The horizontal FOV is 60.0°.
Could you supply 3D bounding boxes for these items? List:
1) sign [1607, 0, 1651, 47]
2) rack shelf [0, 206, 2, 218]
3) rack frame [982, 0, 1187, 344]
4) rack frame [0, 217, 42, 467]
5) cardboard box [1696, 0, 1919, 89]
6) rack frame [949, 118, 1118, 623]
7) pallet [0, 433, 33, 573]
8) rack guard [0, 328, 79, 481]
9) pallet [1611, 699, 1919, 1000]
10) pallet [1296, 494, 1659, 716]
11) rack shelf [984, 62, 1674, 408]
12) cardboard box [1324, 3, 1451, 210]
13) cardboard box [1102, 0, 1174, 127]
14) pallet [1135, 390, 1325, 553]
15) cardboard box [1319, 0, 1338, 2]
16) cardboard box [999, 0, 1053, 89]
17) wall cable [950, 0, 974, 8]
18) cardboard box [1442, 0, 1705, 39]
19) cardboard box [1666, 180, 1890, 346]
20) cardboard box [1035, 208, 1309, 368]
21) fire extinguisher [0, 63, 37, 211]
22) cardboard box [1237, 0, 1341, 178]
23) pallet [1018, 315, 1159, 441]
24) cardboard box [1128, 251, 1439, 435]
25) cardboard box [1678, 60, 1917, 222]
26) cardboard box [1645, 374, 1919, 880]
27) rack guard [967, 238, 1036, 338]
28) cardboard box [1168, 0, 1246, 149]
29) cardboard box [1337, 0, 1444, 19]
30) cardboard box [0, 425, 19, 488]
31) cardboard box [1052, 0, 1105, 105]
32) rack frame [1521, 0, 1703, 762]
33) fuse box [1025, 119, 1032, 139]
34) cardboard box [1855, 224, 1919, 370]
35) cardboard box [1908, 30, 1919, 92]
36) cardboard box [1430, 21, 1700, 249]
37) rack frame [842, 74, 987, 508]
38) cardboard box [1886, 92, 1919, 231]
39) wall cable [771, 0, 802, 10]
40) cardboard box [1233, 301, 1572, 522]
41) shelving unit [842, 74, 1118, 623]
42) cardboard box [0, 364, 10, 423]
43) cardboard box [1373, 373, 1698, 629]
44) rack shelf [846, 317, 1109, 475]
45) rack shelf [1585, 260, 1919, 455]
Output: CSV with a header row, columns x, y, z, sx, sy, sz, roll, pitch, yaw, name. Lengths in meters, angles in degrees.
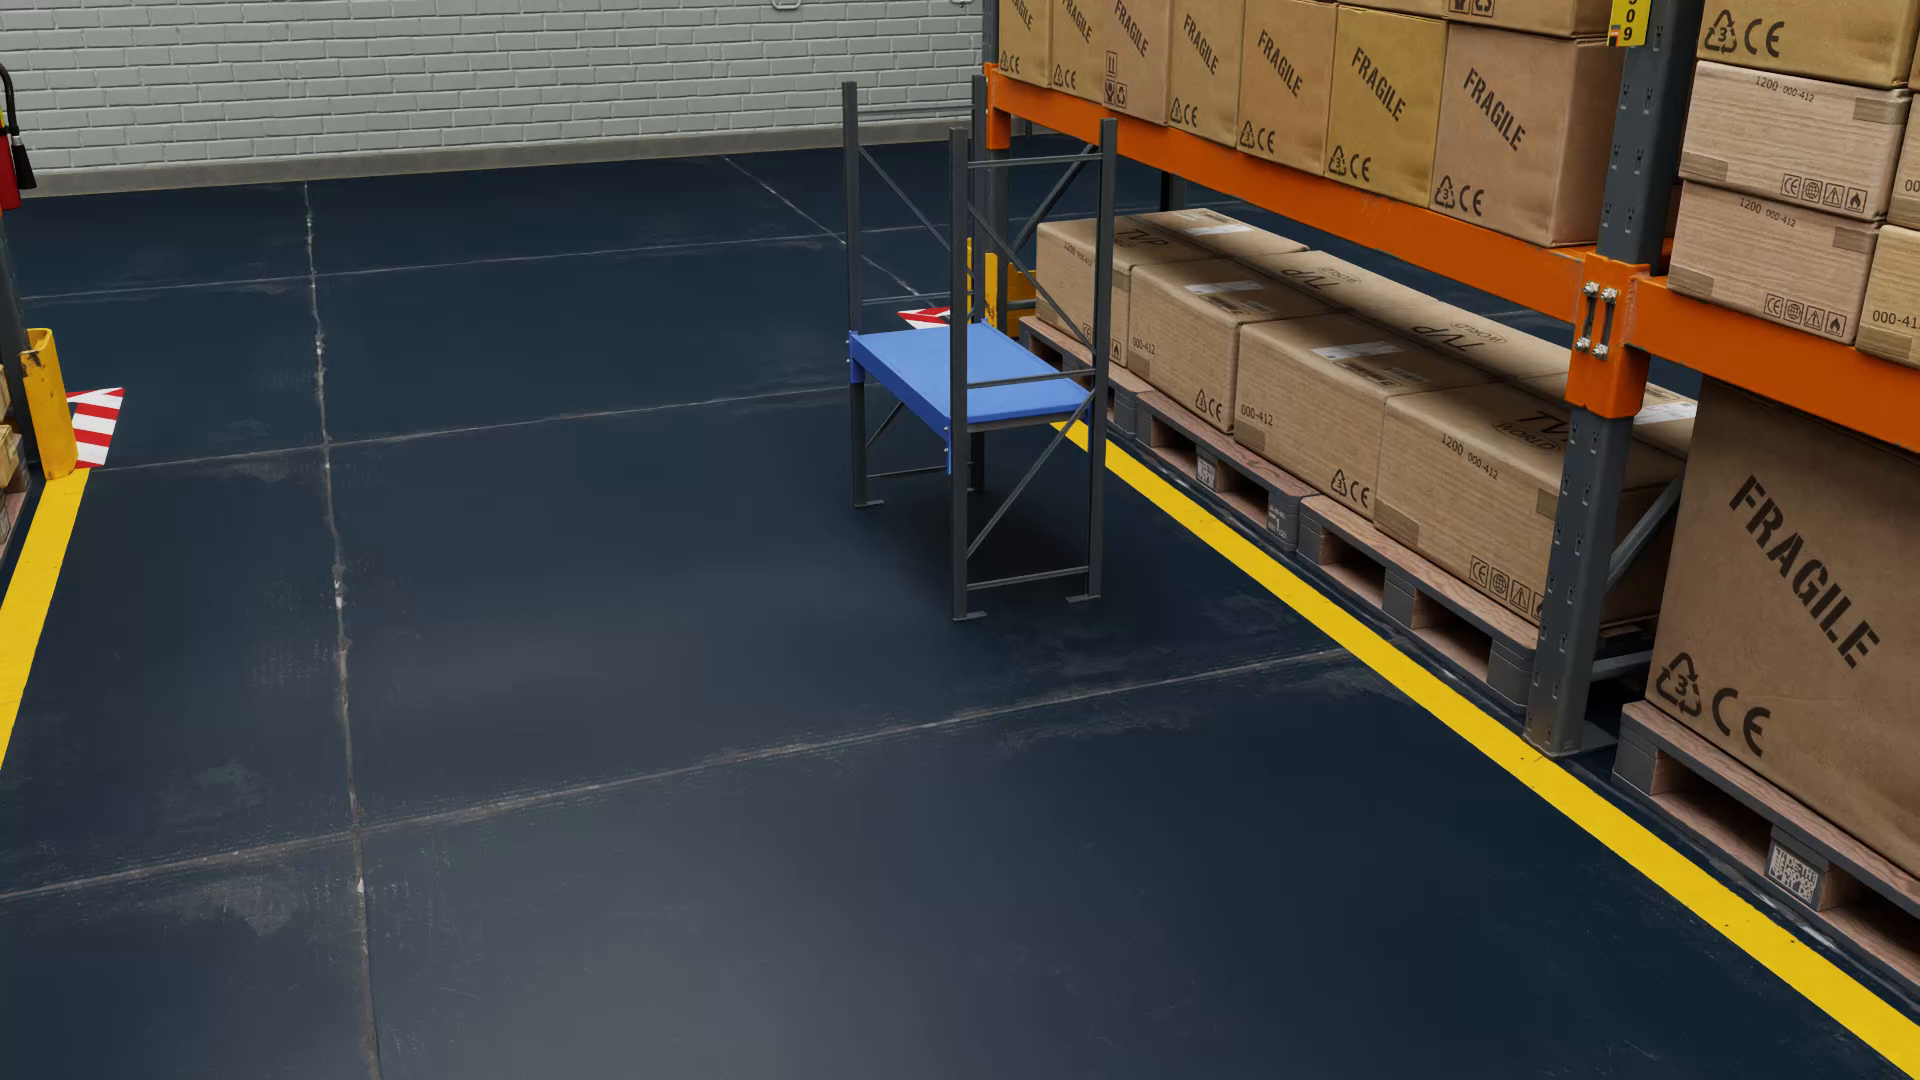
x,y,z,sx,sy,sz,roll,pitch,yaw,name
1.480,-1.250,3.636,0.100,0.325,0.005,-8,24,-19,sign
-3.303,-0.570,4.167,1.077,0.370,4.000,-8,24,-19,rack shelf
0.586,-2.344,7.450,1.000,3.000,0.127,-8,24,-19,rack frame
-4.009,-1.628,5.751,1.000,3.000,0.127,-8,24,-19,rack frame
1.886,-1.198,3.315,0.500,0.500,0.500,-8,24,-18,cardboard box
0.210,-0.475,4.947,0.500,1.500,0.032,-8,24,-19,rack frame
-3.728,-0.016,5.515,1.003,0.211,1.213,-8,24,-19,pallet
-3.982,-0.449,6.171,1.175,0.500,0.348,-8,24,-19,rack guard
2.342,0.664,3.902,1.003,0.211,1.213,-8,24,-19,pallet
1.804,0.107,5.224,1.003,0.211,1.213,-8,24,-19,pallet
1.293,-1.286,5.865,1.077,0.370,4.000,-8,24,-19,rack shelf
1.409,-1.257,4.740,0.500,0.500,0.500,-9,24,-20,cardboard box
0.855,-1.809,6.052,0.500,0.500,0.500,-8,24,-19,cardboard box
1.369,-0.337,6.278,1.003,0.211,1.213,-8,24,-19,pallet
1.214,-1.900,4.981,0.500,0.500,0.500,-8,24,-18,cardboard box
0.487,-2.176,6.923,0.500,0.500,0.500,-9,24,-19,cardboard box
-0.105,-5.057,12.578,0.588,1.984,0.122,-8,24,-19,wall cable
1.574,-1.531,4.105,0.500,0.500,0.500,-9,24,-19,cardboard box
1.908,-0.626,3.565,0.500,0.250,0.500,-9,24,-20,cardboard box
0.913,-1.131,7.329,0.875,0.438,0.875,-9,25,-21,cardboard box
-3.666,-1.576,6.206,0.296,0.674,0.183,-8,24,-19,fire extinguisher
1.218,-1.437,5.169,0.500,0.500,0.500,-9,24,-20,cardboard box
0.942,-0.779,7.328,1.003,0.211,1.213,-8,24,-19,pallet
1.244,-0.800,6.543,0.875,0.438,0.875,-8,24,-18,cardboard box
1.891,-0.854,3.462,0.500,0.250,0.500,-9,24,-21,cardboard box
2.293,0.109,3.824,0.875,0.875,0.875,-8,24,-17,cardboard box
0.578,-1.201,7.956,1.175,0.500,0.348,-8,24,-19,rack guard
1.047,-1.630,5.625,0.500,0.500,0.500,-8,24,-17,cardboard box
1.402,-1.717,4.545,0.500,0.500,0.500,-9,24,-20,cardboard box
-3.443,-0.266,5.649,0.380,0.149,0.250,-8,24,-17,cardboard box
0.692,-1.997,6.496,0.500,0.500,0.500,-9,24,-20,cardboard box
1.999,-0.891,4.001,1.000,3.000,0.127,-8,24,-19,rack frame
0.589,-4.031,13.111,0.539,1.711,0.414,-8,24,-19,fuse box
2.092,-0.438,3.120,0.500,0.250,0.500,-9,24,-20,cardboard box
2.091,-1.017,2.885,0.500,0.500,0.500,-8,24,-19,cardboard box
1.596,-1.070,4.299,0.500,0.500,0.500,-8,24,-19,cardboard box
-0.149,-0.845,5.823,0.500,1.500,0.032,-8,24,-19,rack frame
2.101,-0.668,3.022,0.500,0.250,0.500,-8,24,-18,cardboard box
-1.428,-4.872,12.100,0.585,1.953,0.123,-8,24,-19,wall cable
1.561,-0.472,5.765,0.875,0.438,0.875,-9,25,-21,cardboard box
0.030,-0.660,5.385,0.538,1.500,1.048,-8,24,-19,shelving unit
-3.556,-0.493,5.804,0.380,0.149,0.250,-9,24,-20,cardboard box
1.878,-0.147,4.994,0.875,0.438,0.875,-9,24,-20,cardboard box
0.030,-0.494,5.455,0.538,0.185,1.000,-8,24,-19,rack shelf
2.706,0.167,2.417,1.077,0.370,4.000,-8,24,-19,rack shelf
